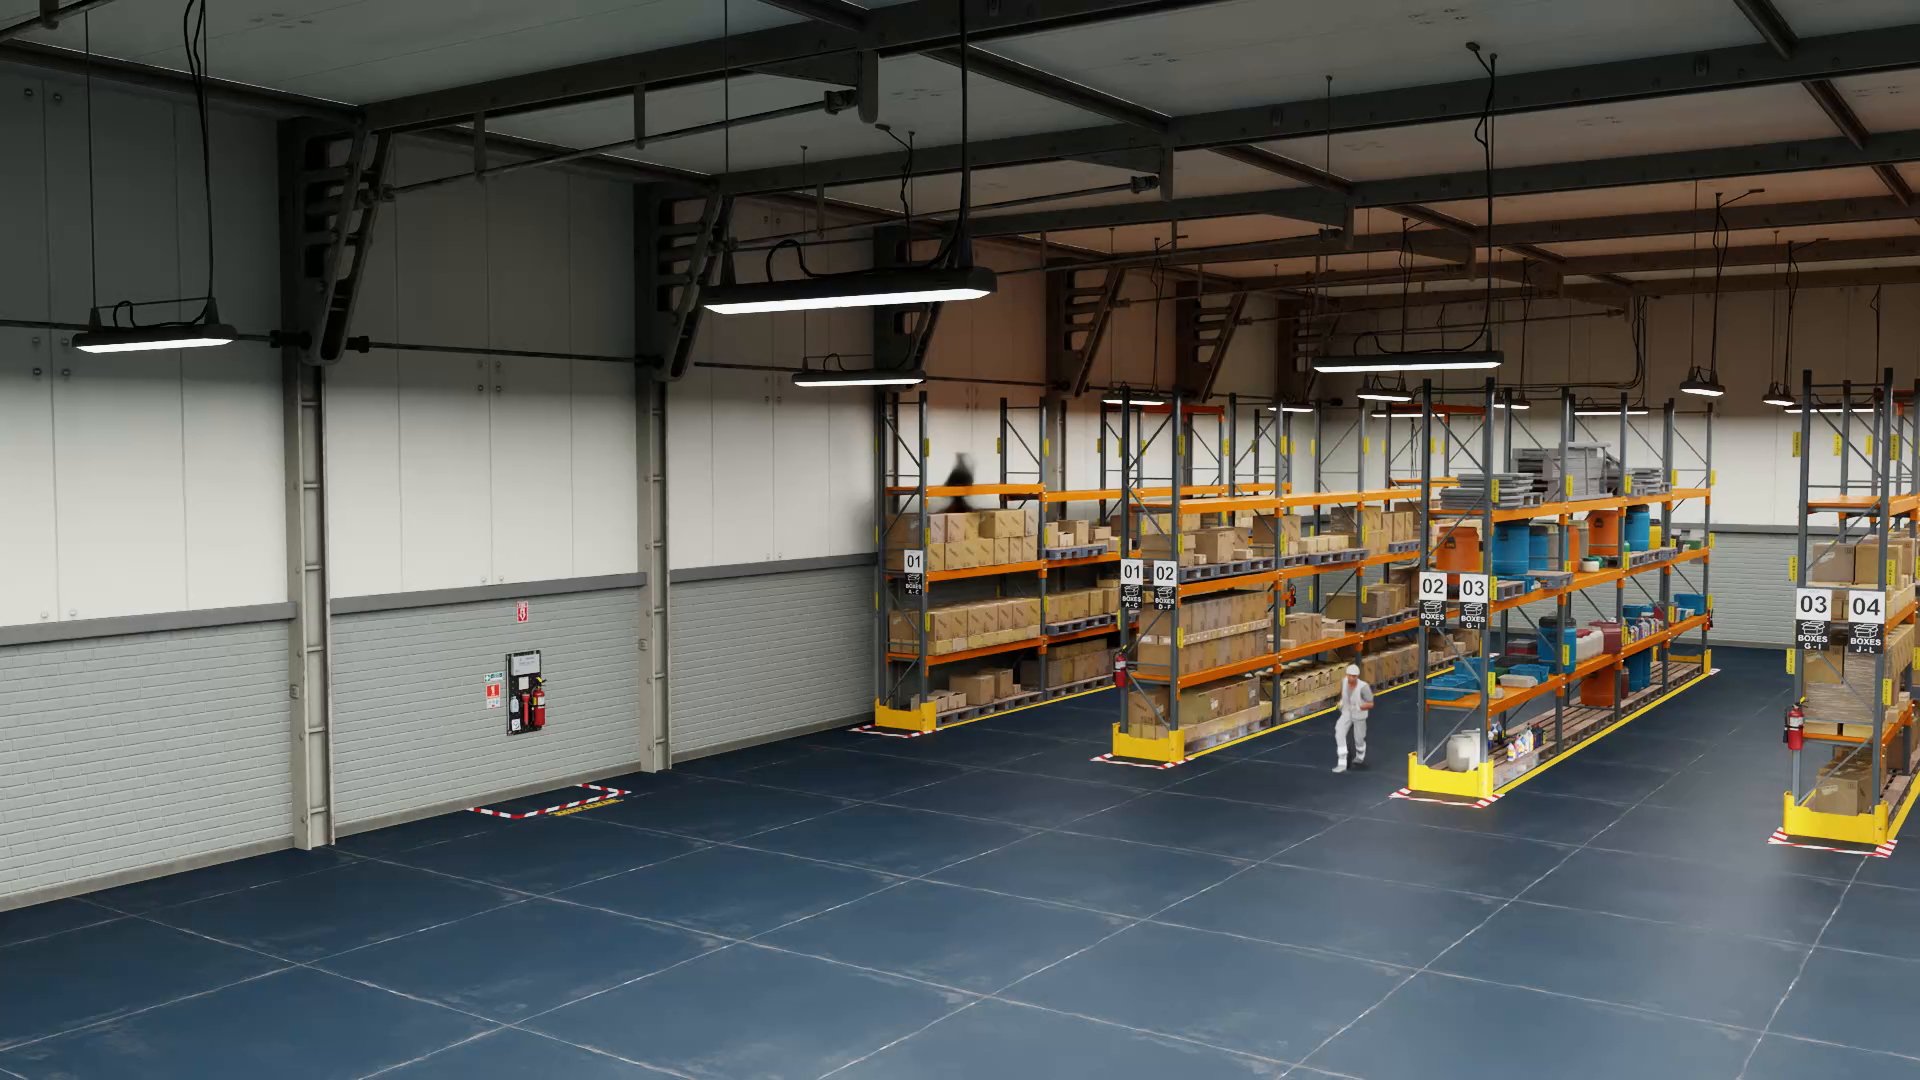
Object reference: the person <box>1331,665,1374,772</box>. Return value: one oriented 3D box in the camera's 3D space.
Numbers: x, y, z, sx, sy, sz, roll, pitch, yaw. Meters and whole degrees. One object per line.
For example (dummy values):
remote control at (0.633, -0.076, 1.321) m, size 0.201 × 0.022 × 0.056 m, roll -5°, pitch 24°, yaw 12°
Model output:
person at (6.101, 2.704, 25.576) m, size 0.668 × 1.637 × 1.072 m, roll 2°, pitch 4°, yaw 32°

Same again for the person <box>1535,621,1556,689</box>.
person at (11.986, 2.359, 33.877) m, size 1.045 × 1.495 × 0.632 m, roll -3°, pitch 4°, yaw -41°
